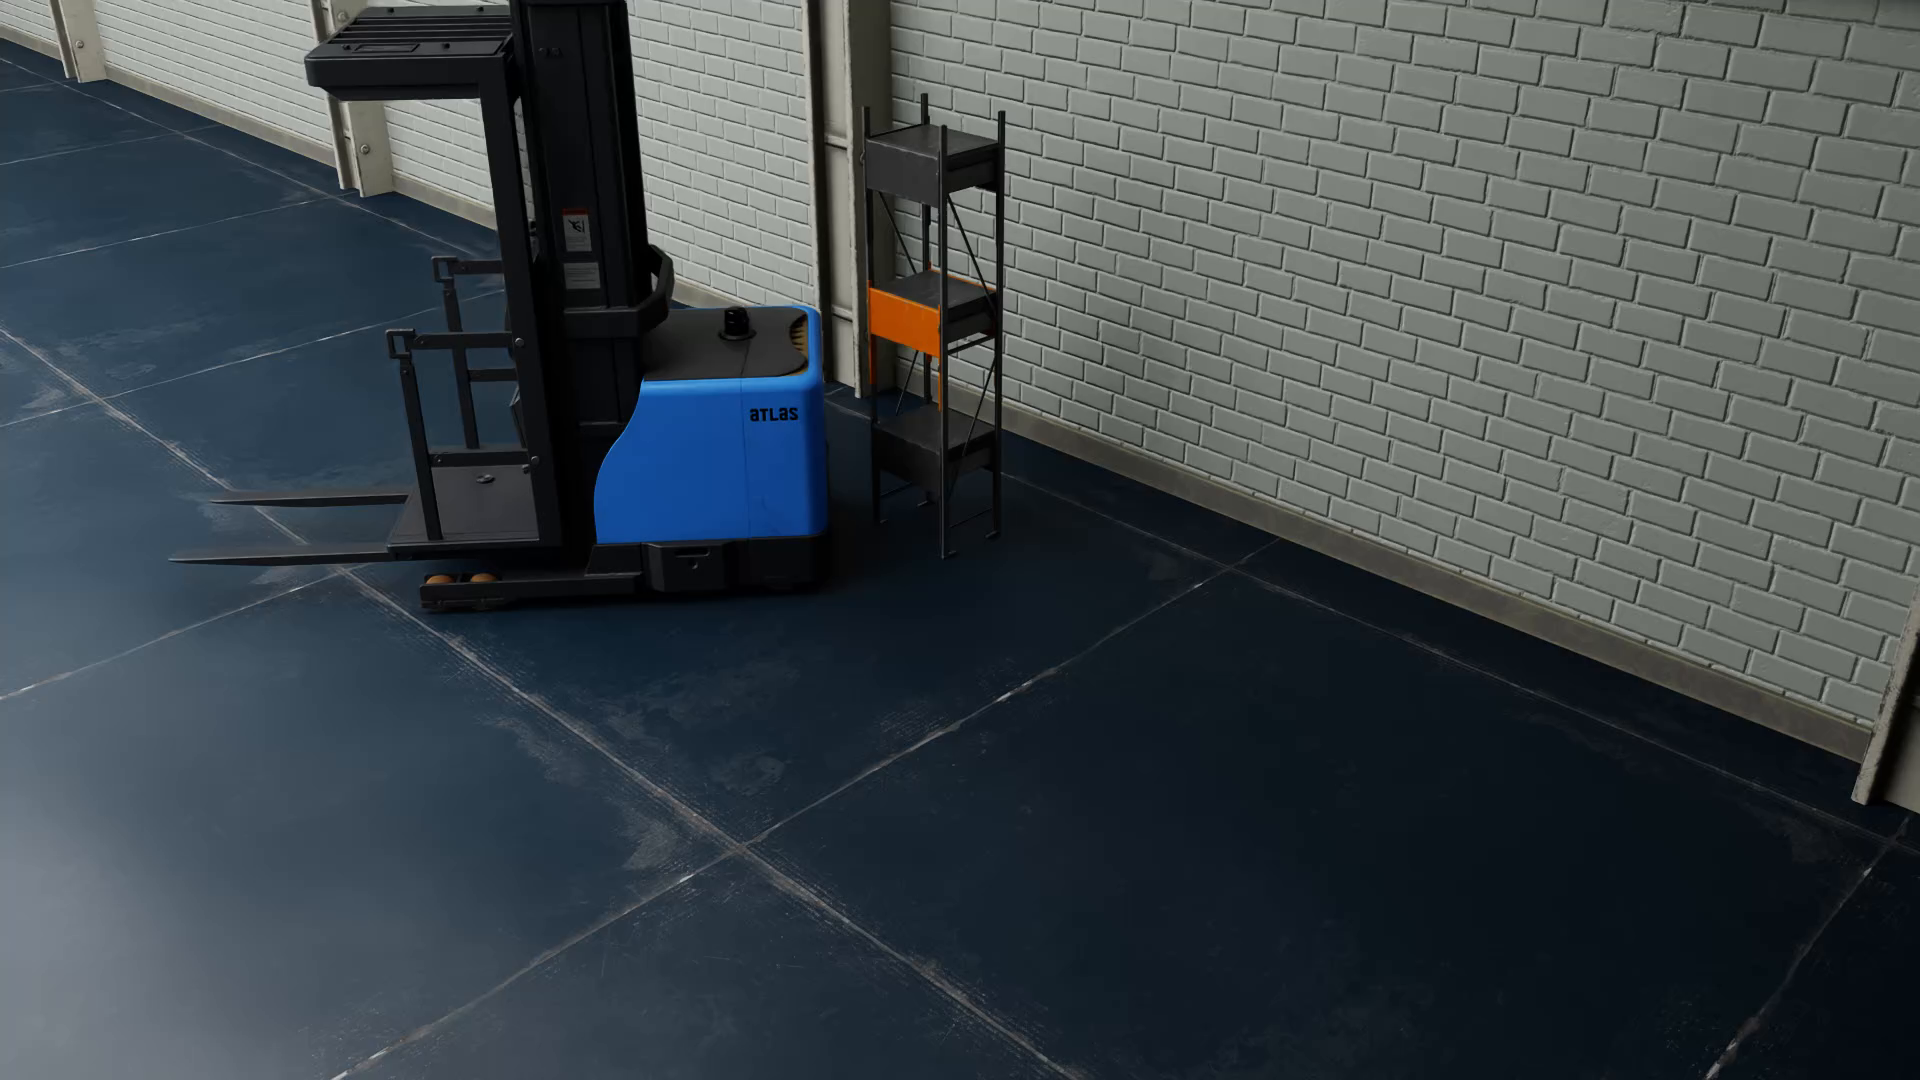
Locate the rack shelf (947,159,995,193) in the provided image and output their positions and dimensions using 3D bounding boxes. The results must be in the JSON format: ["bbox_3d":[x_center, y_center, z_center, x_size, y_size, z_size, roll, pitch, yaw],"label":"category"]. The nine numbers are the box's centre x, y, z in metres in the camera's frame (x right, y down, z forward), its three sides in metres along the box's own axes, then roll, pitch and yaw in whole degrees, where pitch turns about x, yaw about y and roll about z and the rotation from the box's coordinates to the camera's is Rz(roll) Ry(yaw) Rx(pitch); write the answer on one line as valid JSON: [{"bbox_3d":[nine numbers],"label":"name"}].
[{"bbox_3d":[-0.118,-1.680,7.498,0.442,0.100,0.332,25,36,38],"label":"rack shelf"}]

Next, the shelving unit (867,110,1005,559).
[{"bbox_3d":[-0.114,-0.981,7.860,0.492,2.100,0.431,25,36,38],"label":"shelving unit"}]

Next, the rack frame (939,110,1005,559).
[{"bbox_3d":[0.056,-0.904,7.713,0.015,2.100,0.400,25,36,38],"label":"rack frame"}]

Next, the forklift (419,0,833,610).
[{"bbox_3d":[-2.141,-1.224,7.428,3.031,2.935,1.130,-2,28,-4],"label":"forklift"}]

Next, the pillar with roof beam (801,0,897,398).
[{"bbox_3d":[-3.639,-3.506,5.249,0.400,9.000,9.100,25,36,38],"label":"pillar with roof beam"}]

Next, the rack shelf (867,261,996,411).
[{"bbox_3d":[-0.118,-0.971,7.870,0.480,0.518,0.431,25,36,38],"label":"rack shelf"}]

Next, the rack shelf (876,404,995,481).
[{"bbox_3d":[-0.118,-0.473,8.132,0.457,0.174,0.368,25,36,38],"label":"rack shelf"}]
